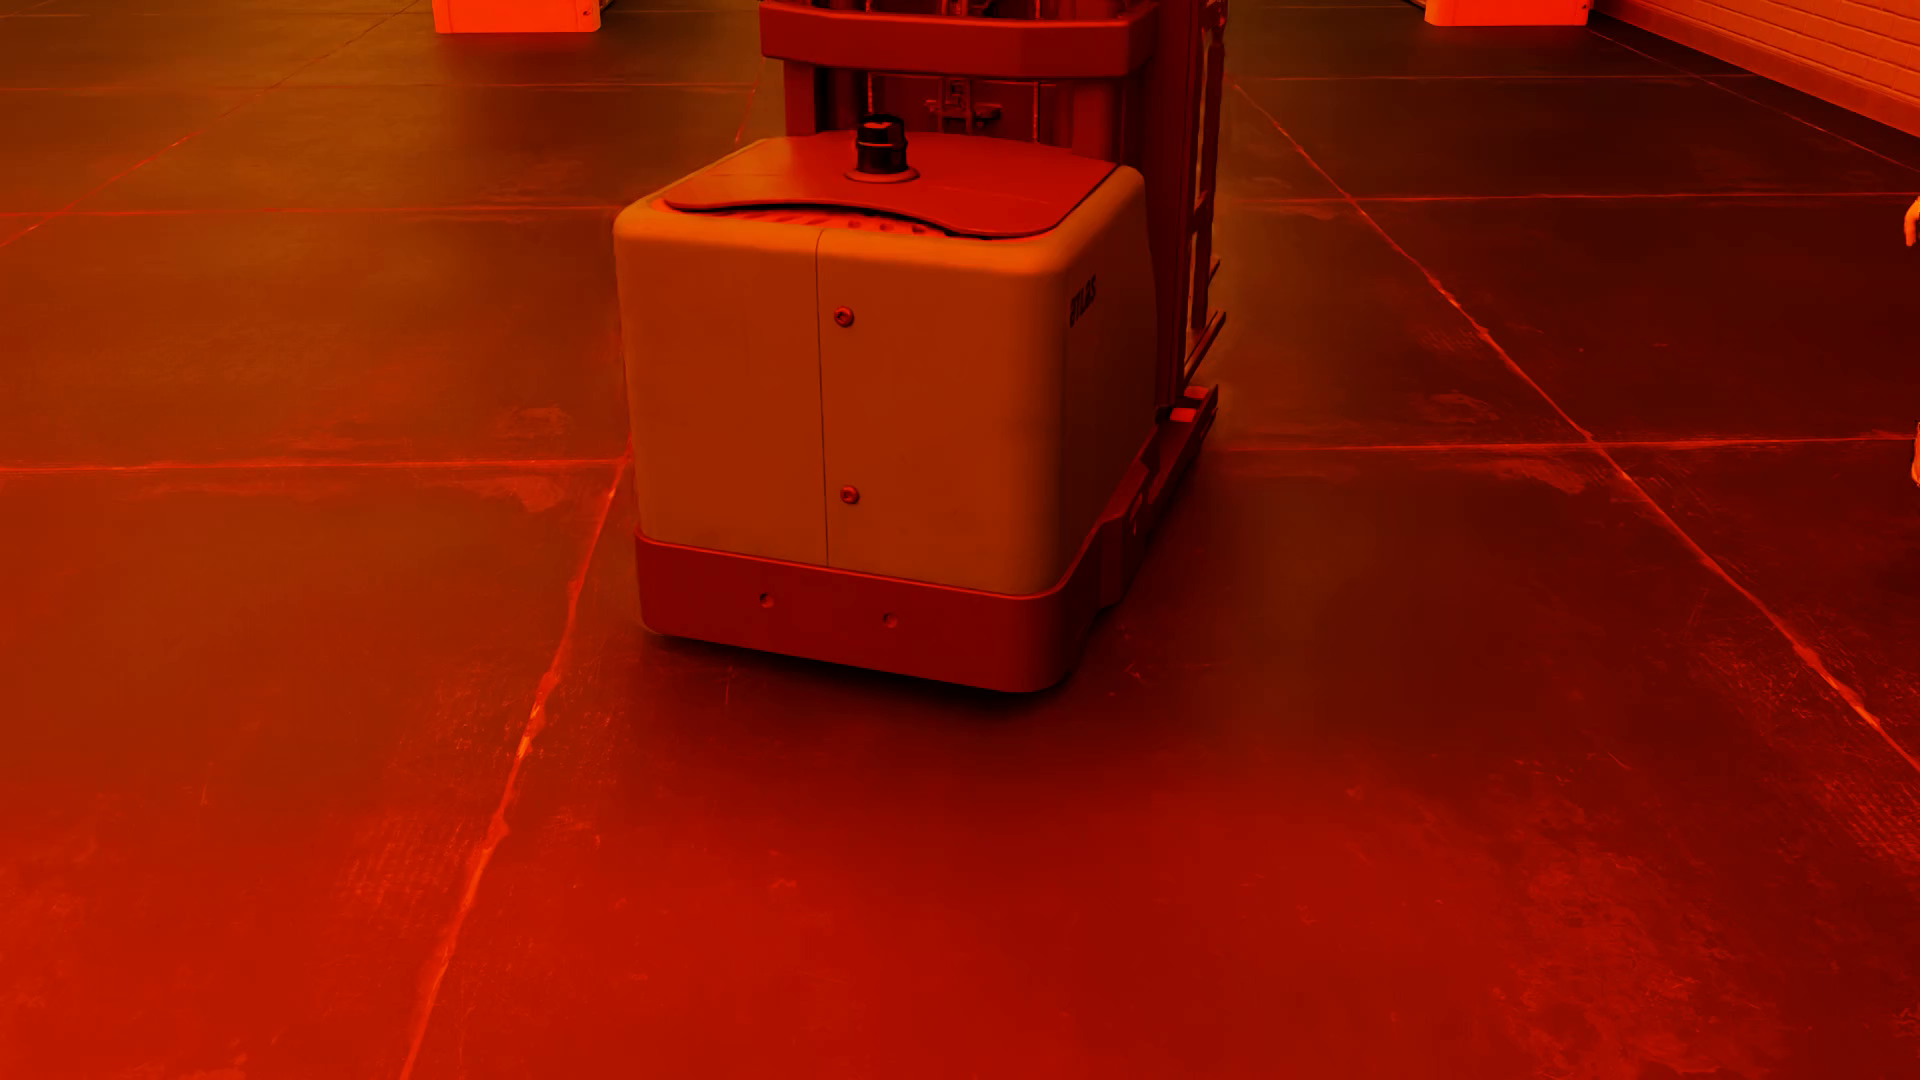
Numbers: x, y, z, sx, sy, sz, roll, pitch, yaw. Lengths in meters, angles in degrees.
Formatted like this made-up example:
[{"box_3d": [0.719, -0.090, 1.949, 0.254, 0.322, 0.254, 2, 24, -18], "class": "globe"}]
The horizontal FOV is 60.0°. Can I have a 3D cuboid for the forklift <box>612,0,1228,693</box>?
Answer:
[{"box_3d": [0.176, -1.601, 4.503, 1.130, 2.935, 3.031, 8, 27, 16], "class": "forklift"}]

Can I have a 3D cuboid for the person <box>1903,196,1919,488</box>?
[{"box_3d": [3.008, -0.867, 4.510, 0.793, 1.607, 0.421, 7, 27, 13], "class": "person"}]
